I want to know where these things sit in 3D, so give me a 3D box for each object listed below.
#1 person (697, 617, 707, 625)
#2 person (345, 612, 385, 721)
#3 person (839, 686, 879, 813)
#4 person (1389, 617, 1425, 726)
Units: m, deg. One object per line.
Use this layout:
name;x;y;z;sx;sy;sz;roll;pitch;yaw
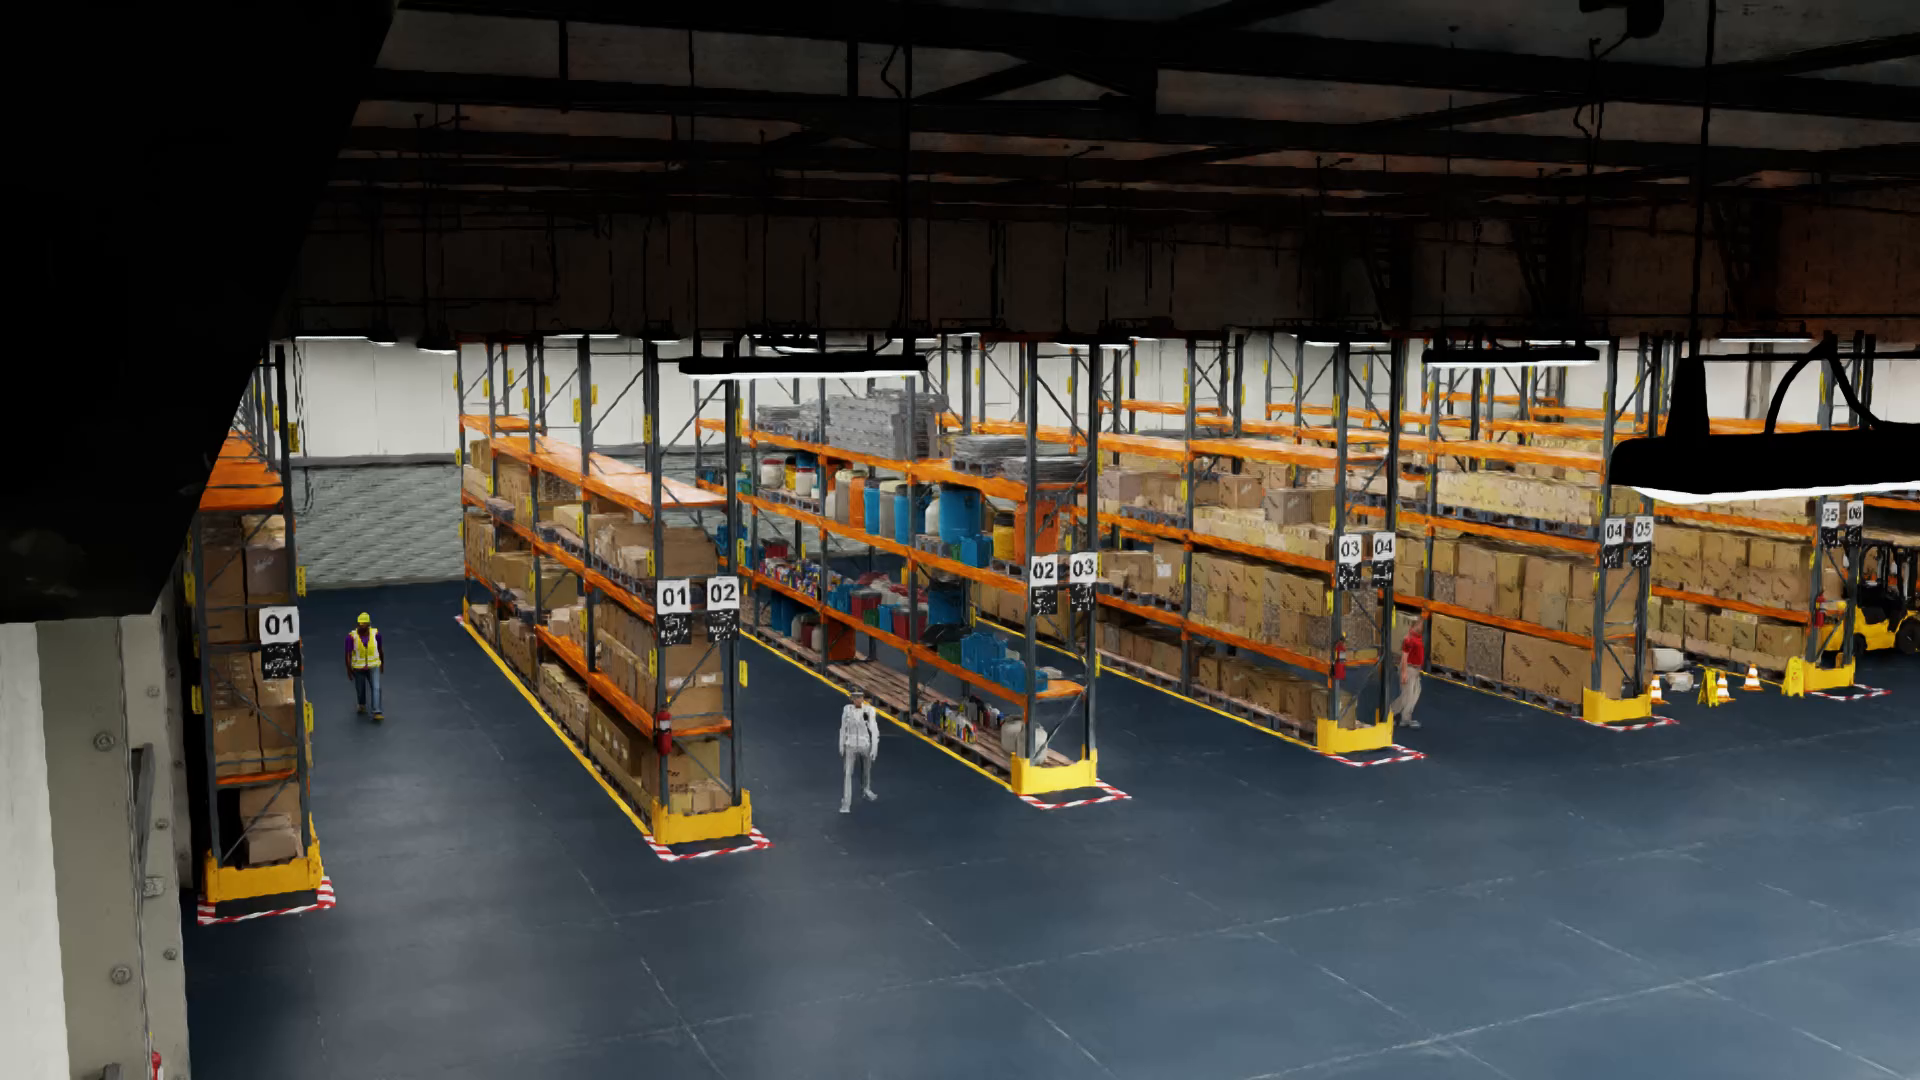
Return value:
person;-4.654;1.395;30.843;0.592;1.604;0.518;-4;9;-26
person;-9.358;1.967;26.148;0.577;1.691;1.121;-3;8;-22
person;-1.304;2.651;21.391;0.524;1.623;0.912;0;8;-1
person;6.875;2.027;25.716;0.565;1.713;0.602;4;9;30
